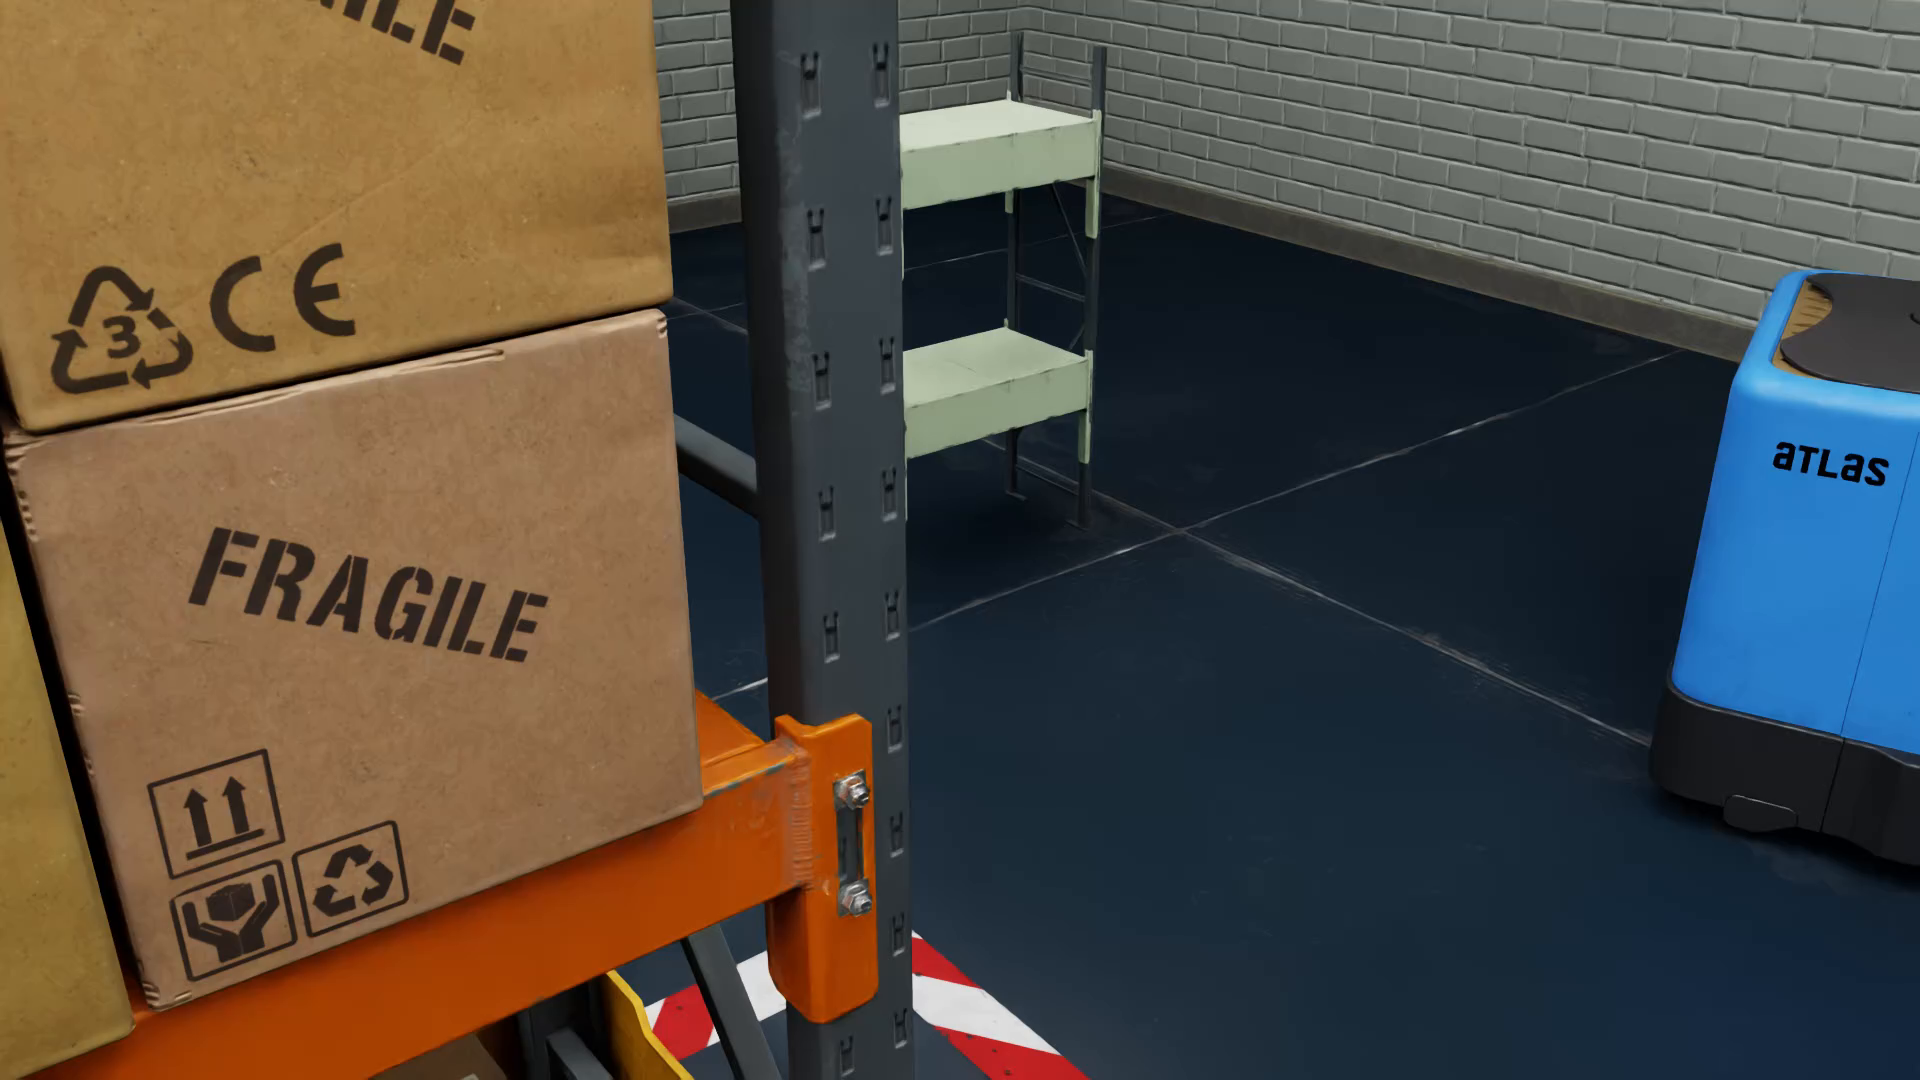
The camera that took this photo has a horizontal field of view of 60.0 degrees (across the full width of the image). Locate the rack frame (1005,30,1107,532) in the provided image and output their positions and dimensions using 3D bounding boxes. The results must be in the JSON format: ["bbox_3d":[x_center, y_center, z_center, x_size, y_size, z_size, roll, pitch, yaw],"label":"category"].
[{"bbox_3d":[0.283,-0.774,5.135,0.023,1.500,0.400,-18,31,-34],"label":"rack frame"}]

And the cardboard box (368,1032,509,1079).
[{"bbox_3d":[-0.684,1.008,1.962,0.500,0.500,0.500,-18,31,-34],"label":"cardboard box"}]

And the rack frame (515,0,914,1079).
[{"bbox_3d":[-0.410,-0.151,2.011,0.053,2.616,0.949,-18,31,-34],"label":"rack frame"}]

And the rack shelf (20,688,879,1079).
[{"bbox_3d":[-1.982,0.696,1.041,4.000,0.370,1.077,-18,31,-34],"label":"rack shelf"}]

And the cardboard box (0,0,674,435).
[{"bbox_3d":[-0.588,-0.442,1.332,0.500,0.500,0.500,-19,31,-34],"label":"cardboard box"}]

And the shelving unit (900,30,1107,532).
[{"bbox_3d":[-0.005,-0.679,4.931,0.755,1.500,0.431,-18,31,-34],"label":"shelving unit"}]

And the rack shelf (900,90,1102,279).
[{"bbox_3d":[-0.005,-1.033,4.766,0.720,0.370,0.431,-18,31,-34],"label":"rack shelf"}]

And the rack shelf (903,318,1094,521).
[{"bbox_3d":[-0.005,-0.383,5.068,0.720,0.370,0.431,-18,31,-34],"label":"rack shelf"}]

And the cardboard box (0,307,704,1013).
[{"bbox_3d":[-0.592,0.012,1.543,0.500,0.500,0.500,-17,30,-32],"label":"cardboard box"}]

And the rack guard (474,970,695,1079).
[{"bbox_3d":[-0.468,1.004,2.493,0.348,0.500,1.175,-18,31,-34],"label":"rack guard"}]

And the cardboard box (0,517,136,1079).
[{"bbox_3d":[-0.999,0.148,1.250,0.500,0.500,0.500,-18,30,-34],"label":"cardboard box"}]

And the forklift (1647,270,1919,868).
[{"bbox_3d":[3.149,-0.569,2.995,3.031,2.935,1.130,14,28,27],"label":"forklift"}]
